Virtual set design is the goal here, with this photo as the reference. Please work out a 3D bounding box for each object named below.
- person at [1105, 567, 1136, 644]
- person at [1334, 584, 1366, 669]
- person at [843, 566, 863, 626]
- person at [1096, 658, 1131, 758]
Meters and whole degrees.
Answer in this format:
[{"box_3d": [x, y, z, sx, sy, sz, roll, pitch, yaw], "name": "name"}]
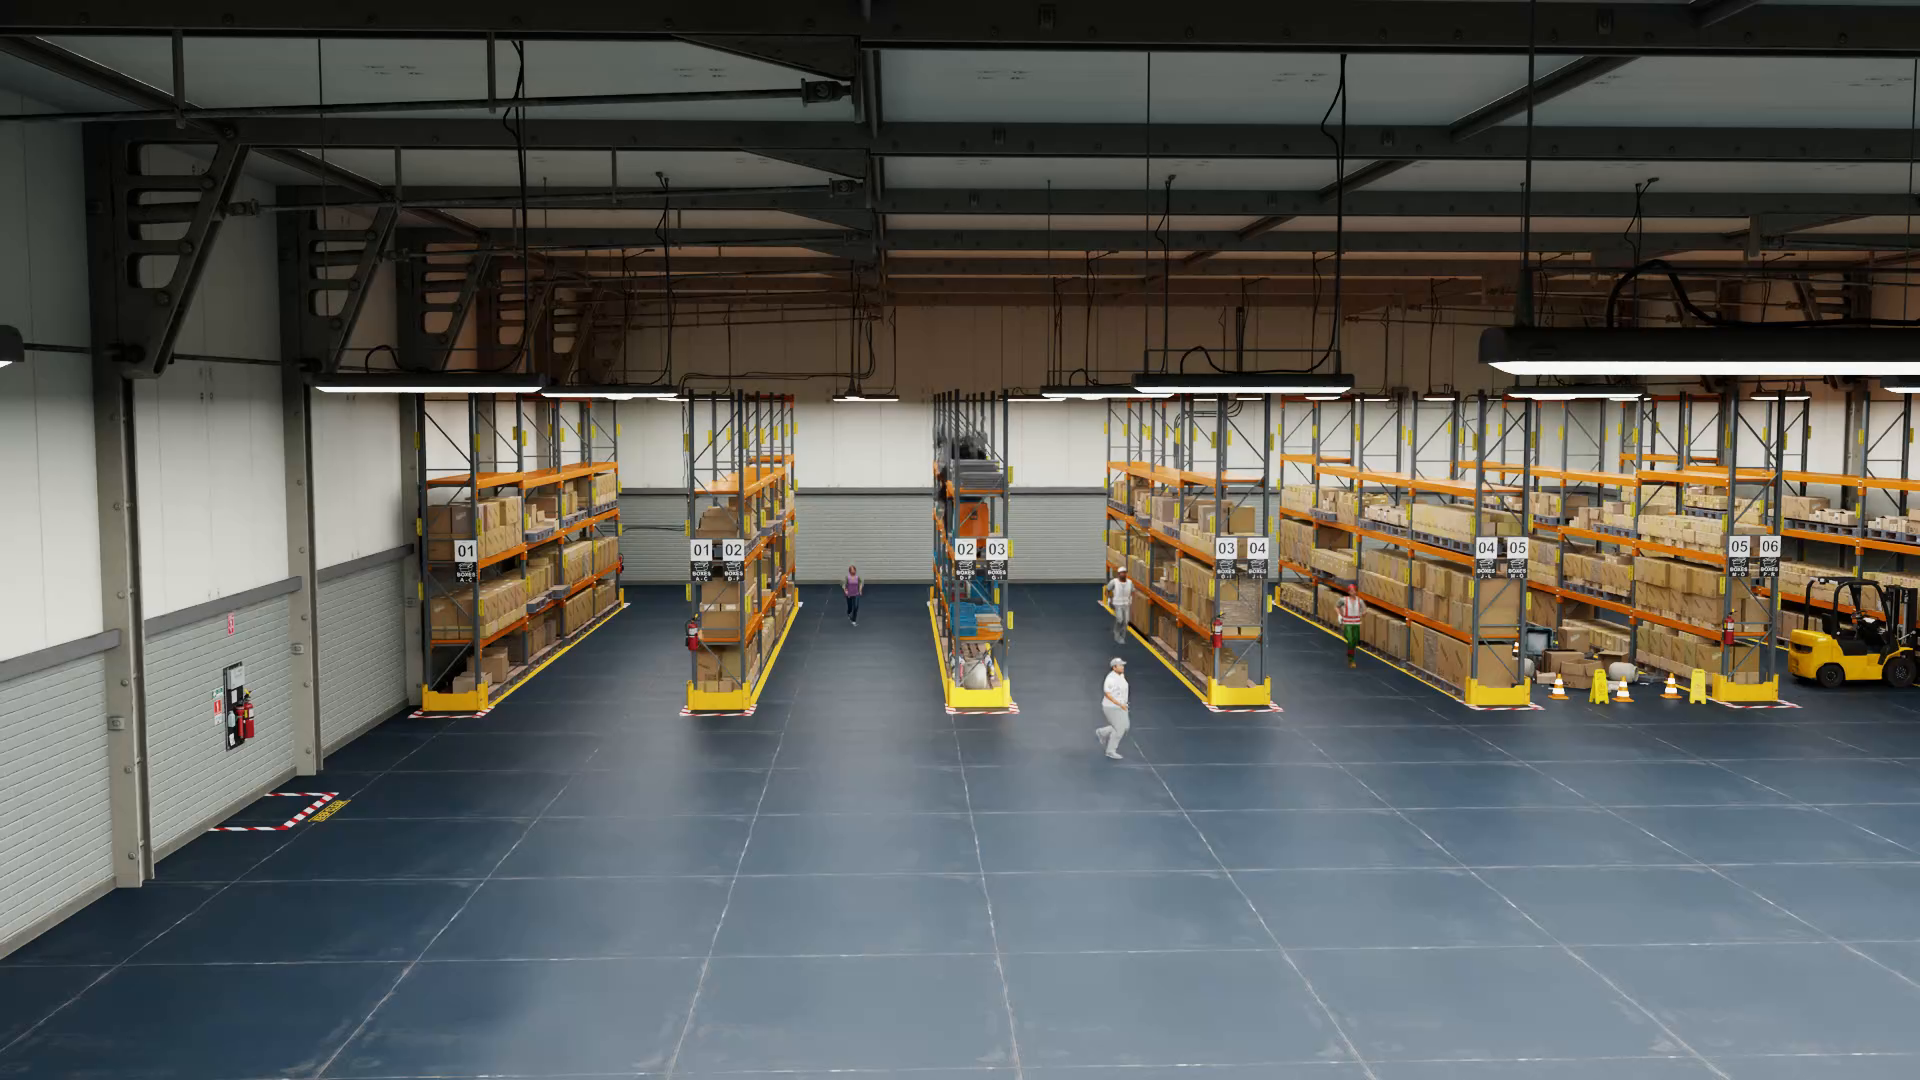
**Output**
[{"box_3d": [3.679, 1.488, 37.700, 0.682, 1.753, 0.573, -1, 5, -12], "name": "person"}, {"box_3d": [8.553, 1.857, 36.356, 0.651, 1.796, 0.862, 0, 5, -4], "name": "person"}, {"box_3d": [-2.791, 1.436, 43.184, 0.534, 1.566, 0.697, -1, 5, -11], "name": "person"}, {"box_3d": [2.488, 2.718, 27.041, 0.619, 1.638, 0.621, 2, 5, 27], "name": "person"}]
